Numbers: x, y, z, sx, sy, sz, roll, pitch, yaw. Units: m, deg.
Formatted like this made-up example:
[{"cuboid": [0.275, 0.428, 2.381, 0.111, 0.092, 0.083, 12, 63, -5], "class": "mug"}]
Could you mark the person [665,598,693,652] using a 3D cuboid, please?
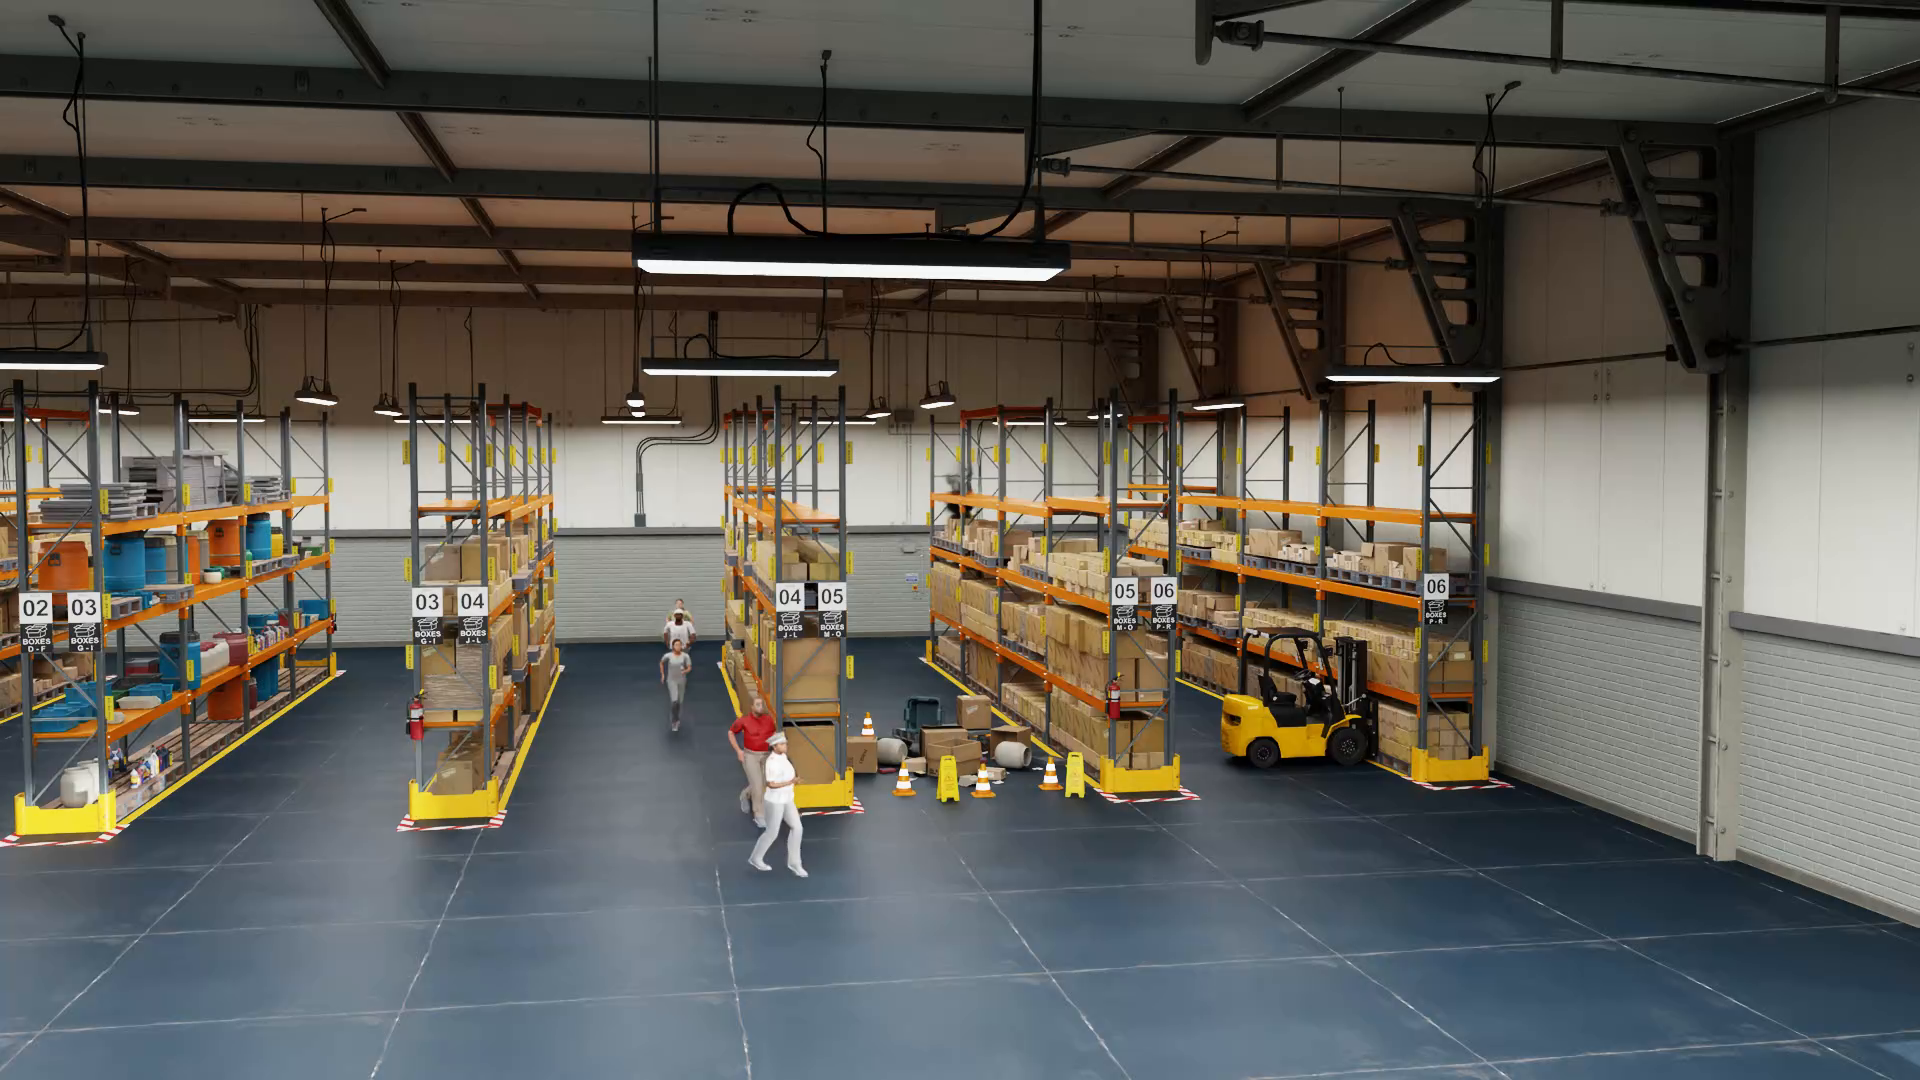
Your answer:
[{"cuboid": [-6.631, 2.203, 39.040, 0.643, 1.675, 0.636, 1, 3, 19], "class": "person"}]

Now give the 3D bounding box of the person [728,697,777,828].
[{"cuboid": [-2.805, 3.008, 22.752, 0.686, 1.740, 0.894, -2, 4, -40], "class": "person"}]

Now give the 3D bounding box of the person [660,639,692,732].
[{"cuboid": [-5.163, 2.634, 30.290, 0.527, 1.690, 0.792, -1, 3, -22], "class": "person"}]

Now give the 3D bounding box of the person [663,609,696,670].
[{"cuboid": [-6.017, 2.350, 35.723, 0.673, 1.762, 1.039, -1, 3, -17], "class": "person"}]

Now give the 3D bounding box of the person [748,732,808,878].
[{"cuboid": [-2.166, 3.146, 19.787, 0.742, 1.754, 0.560, 1, 3, 23], "class": "person"}]
